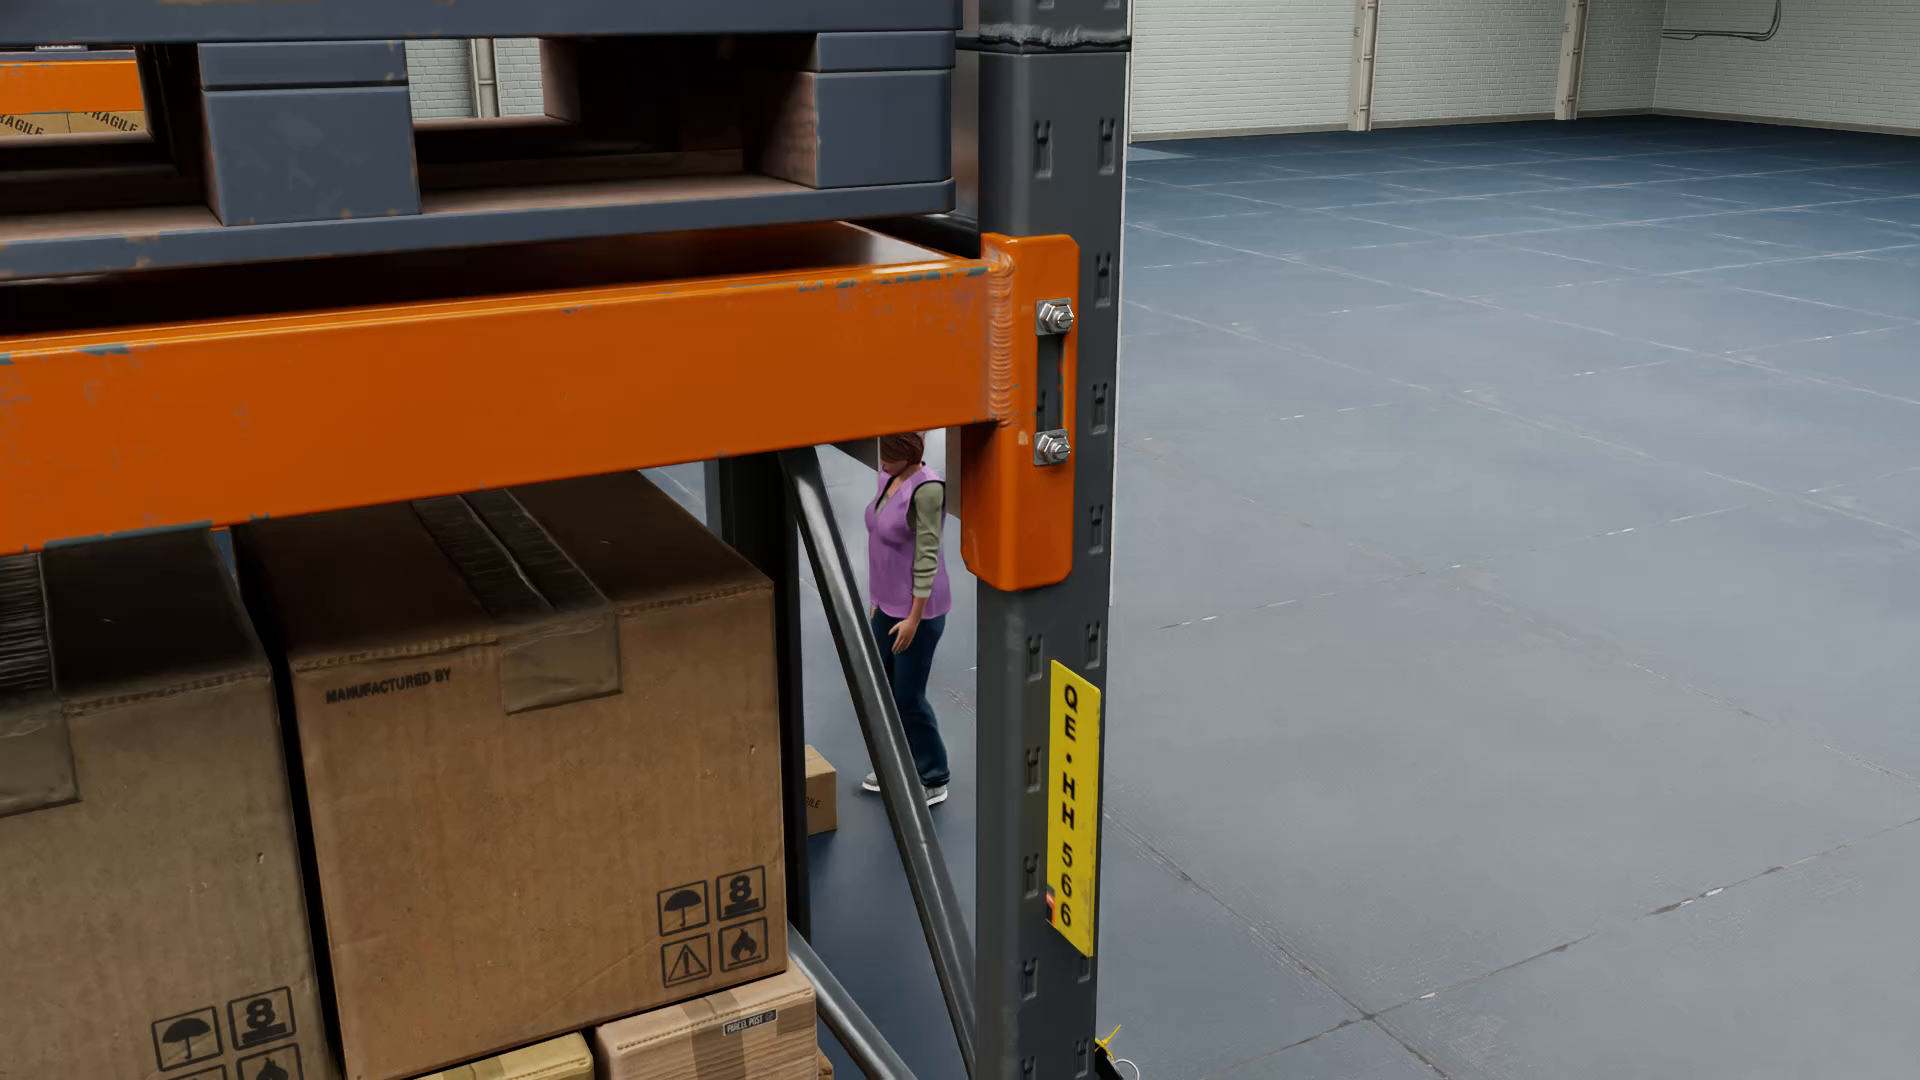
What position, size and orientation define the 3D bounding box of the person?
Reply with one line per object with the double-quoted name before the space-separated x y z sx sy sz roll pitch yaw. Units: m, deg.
"person" -0.192 0.277 6.314 0.316 1.571 0.412 -9 21 -26
